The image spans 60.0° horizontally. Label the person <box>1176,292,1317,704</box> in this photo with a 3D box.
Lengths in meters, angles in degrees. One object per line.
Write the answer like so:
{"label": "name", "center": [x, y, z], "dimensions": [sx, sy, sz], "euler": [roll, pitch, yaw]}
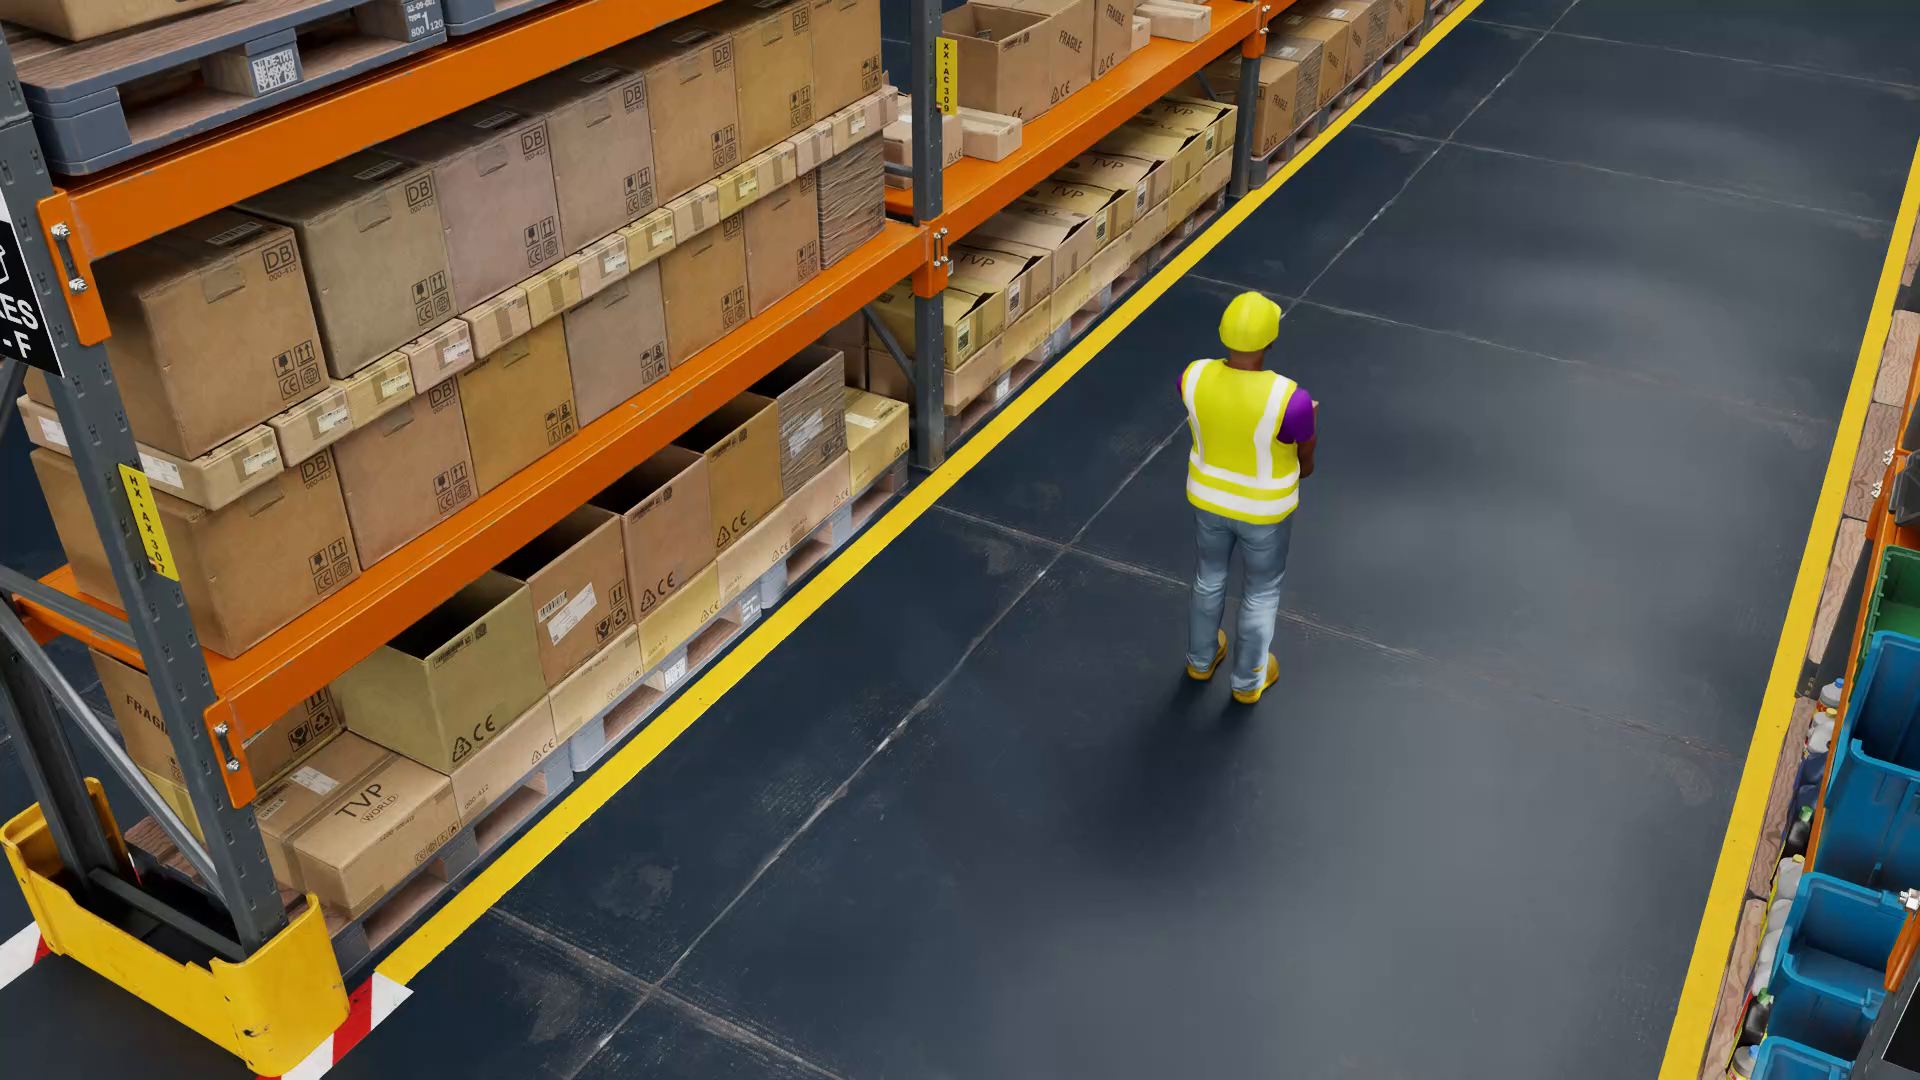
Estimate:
{"label": "person", "center": [1.110, -0.201, 6.425], "dimensions": [0.502, 1.761, 0.577], "euler": [18, 38, 25]}
